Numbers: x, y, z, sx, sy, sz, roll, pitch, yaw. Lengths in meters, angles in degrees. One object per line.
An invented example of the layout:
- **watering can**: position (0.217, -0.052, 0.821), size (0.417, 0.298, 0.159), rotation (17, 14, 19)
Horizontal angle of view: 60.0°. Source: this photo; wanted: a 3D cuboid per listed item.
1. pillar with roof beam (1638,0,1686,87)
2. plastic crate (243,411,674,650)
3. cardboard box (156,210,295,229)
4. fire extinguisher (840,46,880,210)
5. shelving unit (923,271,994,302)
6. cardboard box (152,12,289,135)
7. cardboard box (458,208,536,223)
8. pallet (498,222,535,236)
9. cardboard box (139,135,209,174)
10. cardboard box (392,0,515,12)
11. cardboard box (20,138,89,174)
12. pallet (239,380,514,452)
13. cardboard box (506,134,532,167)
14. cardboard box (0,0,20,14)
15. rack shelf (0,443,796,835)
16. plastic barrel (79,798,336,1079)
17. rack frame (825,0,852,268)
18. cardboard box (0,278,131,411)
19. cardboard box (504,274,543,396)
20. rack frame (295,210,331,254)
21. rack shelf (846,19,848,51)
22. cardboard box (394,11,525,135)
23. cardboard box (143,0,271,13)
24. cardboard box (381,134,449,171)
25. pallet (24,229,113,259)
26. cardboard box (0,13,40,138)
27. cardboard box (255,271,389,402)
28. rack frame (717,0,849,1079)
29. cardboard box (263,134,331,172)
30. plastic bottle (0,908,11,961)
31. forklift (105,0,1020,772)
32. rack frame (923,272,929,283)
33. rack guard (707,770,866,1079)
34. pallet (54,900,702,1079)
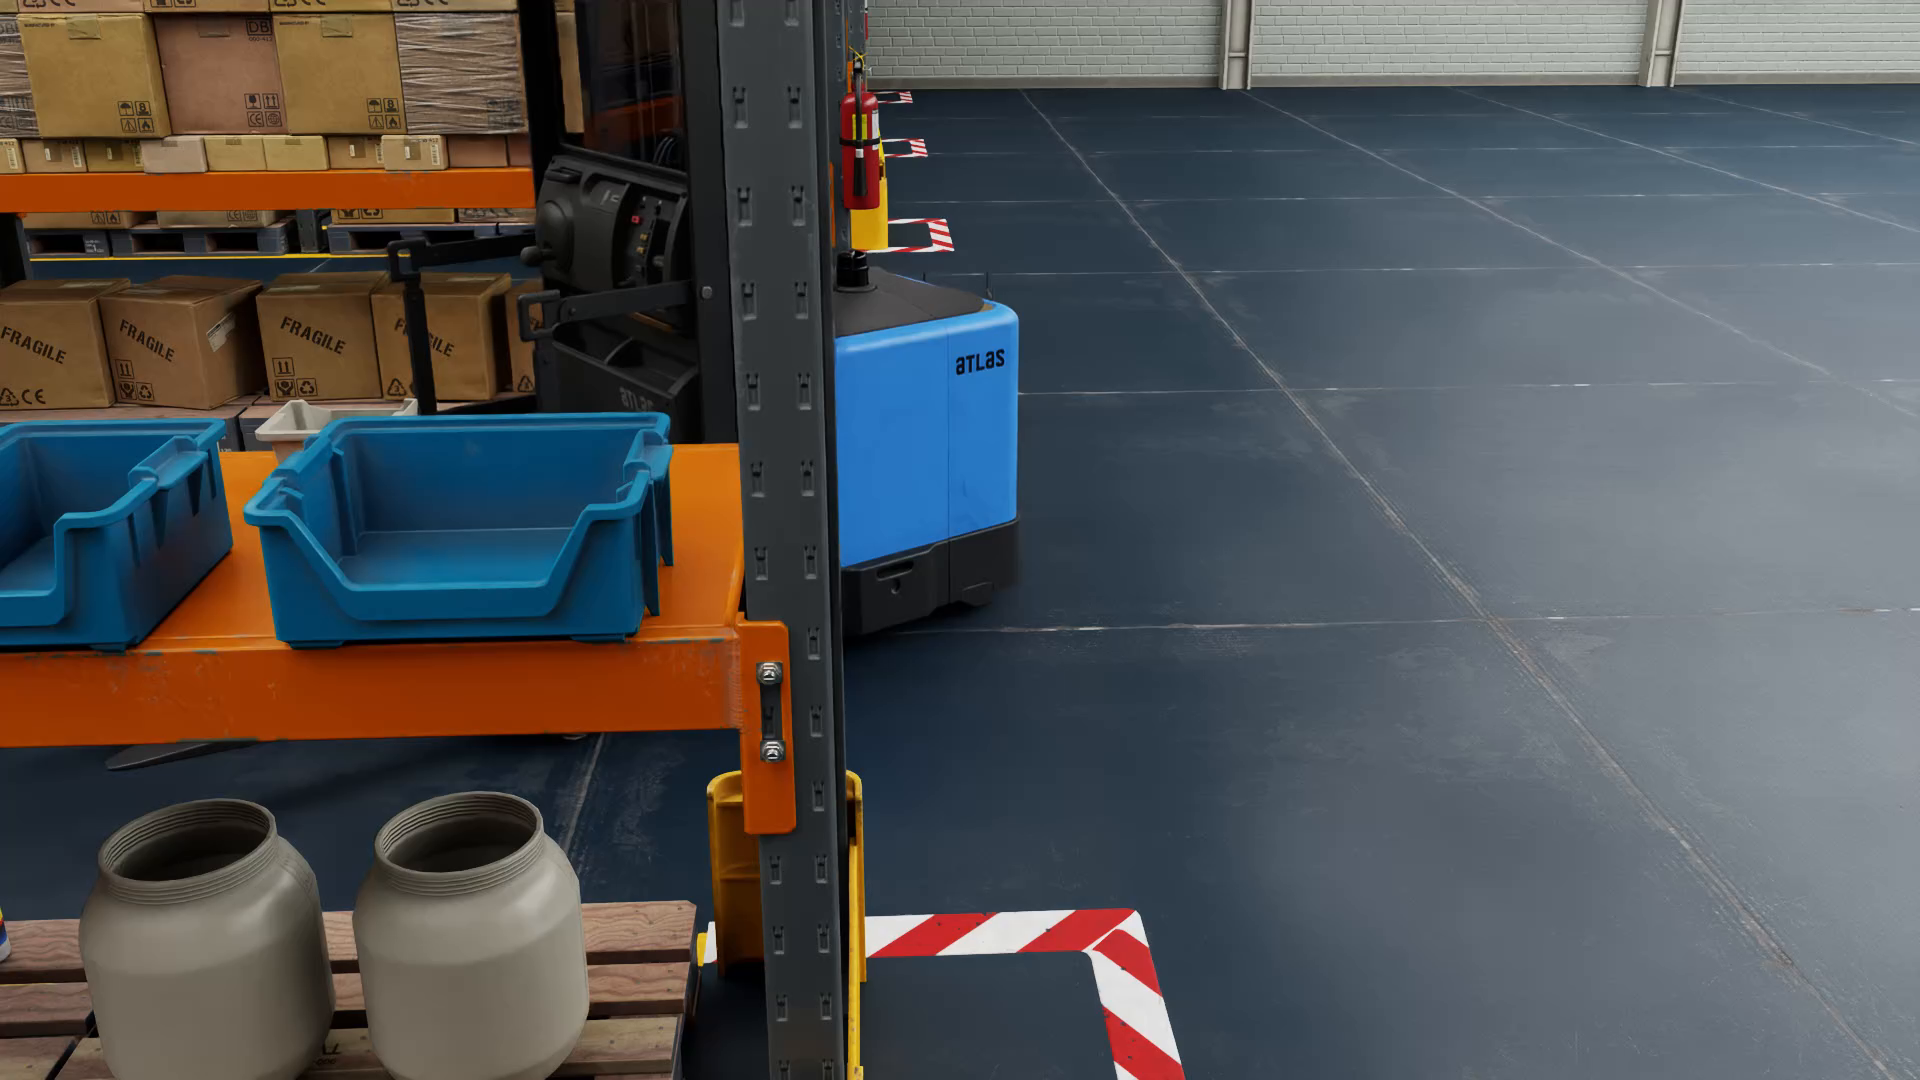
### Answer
- **pillar with roof beam**: position (10.050, -9.084, 17.832), size (0.400, 9.000, 9.100), rotation (-1, 21, -3)
- **plastic crate**: position (-0.777, -0.030, 2.694), size (0.616, 0.251, 0.499), rotation (-1, 21, -3)
- **cardboard box**: position (-5.367, -2.759, 12.223), size (0.750, 0.750, 1.050), rotation (-1, 21, -3)
- **fire extinguisher**: position (-0.436, -1.778, 7.185), size (0.183, 0.674, 0.296), rotation (-1, 21, -3)
- **shelving unit**: position (-0.008, -0.505, 6.471), size (0.252, 1.050, 0.215), rotation (-2, 21, -5)
- **cardboard box**: position (-3.123, -2.111, 7.392), size (0.500, 0.500, 0.875), rotation (-1, 21, -3)
- **cardboard box**: position (-3.221, -2.869, 12.338), size (0.875, 0.875, 0.875), rotation (-1, 21, -3)
- **pallet**: position (-2.768, -2.369, 12.546), size (1.213, 0.211, 1.003), rotation (-1, 21, -3)
- **cardboard box**: position (-3.339, -1.689, 7.195), size (0.250, 0.149, 0.380), rotation (-1, 21, -3)
- **cardboard box**: position (-2.110, -2.508, 7.030), size (0.500, 0.500, 0.500), rotation (-1, 21, -3)
- **cardboard box**: position (-3.840, -1.690, 7.197), size (0.250, 0.149, 0.380), rotation (-1, 21, -3)
- **pallet**: position (-2.681, -0.643, 8.014), size (1.213, 0.211, 1.003), rotation (-1, 21, -3)
- **cardboard box**: position (-1.849, -1.761, 7.384), size (0.250, 0.149, 0.380), rotation (-1, 21, -3)
- **cardboard box**: position (-4.107, -2.466, 6.920), size (0.500, 0.500, 0.500), rotation (-1, 21, -3)
- **rack shelf**: position (-2.291, 0.160, 2.995), size (4.000, 0.370, 1.077), rotation (-1, 21, -3)
- **plastic barrel**: position (-1.447, 0.801, 3.208), size (0.421, 0.512, 0.421), rotation (0, 21, 0)
- **rack frame**: position (-0.577, -1.976, 7.595), size (0.127, 3.000, 1.000), rotation (-1, 21, -3)
- **cardboard box**: position (-4.169, -0.917, 7.736), size (0.500, 0.500, 0.500), rotation (-2, 21, -5)
- **cardboard box**: position (-1.796, -0.973, 7.883), size (0.500, 0.500, 0.500), rotation (4, 21, 11)
- **rack frame**: position (-4.753, -3.659, 12.015), size (0.127, 3.000, 1.000), rotation (-1, 21, -3)
- **rack shelf**: position (-3.140, -5.119, 16.863), size (4.000, 0.370, 1.077), rotation (-1, 21, -3)
- **cardboard box**: position (-2.122, -2.113, 7.396), size (0.500, 0.500, 0.875), rotation (-1, 21, -3)
- **cardboard box**: position (-3.108, -2.487, 6.974), size (0.500, 0.500, 0.500), rotation (-1, 21, -3)
- **cardboard box**: position (-2.341, -1.712, 7.254), size (0.250, 0.149, 0.380), rotation (-1, 21, -3)
- **pallet**: position (-6.740, -2.287, 12.332), size (1.213, 0.211, 1.003), rotation (-1, 21, -3)
- **cardboard box**: position (-4.118, -2.068, 7.277), size (0.500, 0.500, 0.875), rotation (-1, 21, -3)
- **cardboard box**: position (-2.982, -0.971, 7.880), size (0.500, 0.500, 0.500), rotation (-3, 21, -8)
- **rack frame**: position (-0.294, -0.216, 2.974), size (0.127, 3.000, 1.000), rotation (-1, 21, -3)
- **cardboard box**: position (-2.842, -1.710, 7.250), size (0.250, 0.149, 0.380), rotation (-1, 21, -3)
- **plastic bottle**: position (-2.122, 0.779, 3.575), size (0.097, 0.271, 0.097), rotation (0, 21, 0)
- **forklift**: position (-1.258, -0.977, 5.068), size (3.031, 2.935, 1.130), rotation (-15, 26, -35)
- **rack frame**: position (-0.130, -0.500, 6.460), size (0.008, 1.050, 0.200), rotation (-2, 21, -5)
- **rack guard**: position (-0.368, 0.970, 3.370), size (0.348, 0.500, 1.175), rotation (-1, 21, -3)
- **pallet**: position (-1.179, 1.120, 3.384), size (1.213, 0.211, 1.003), rotation (-1, 21, -3)
